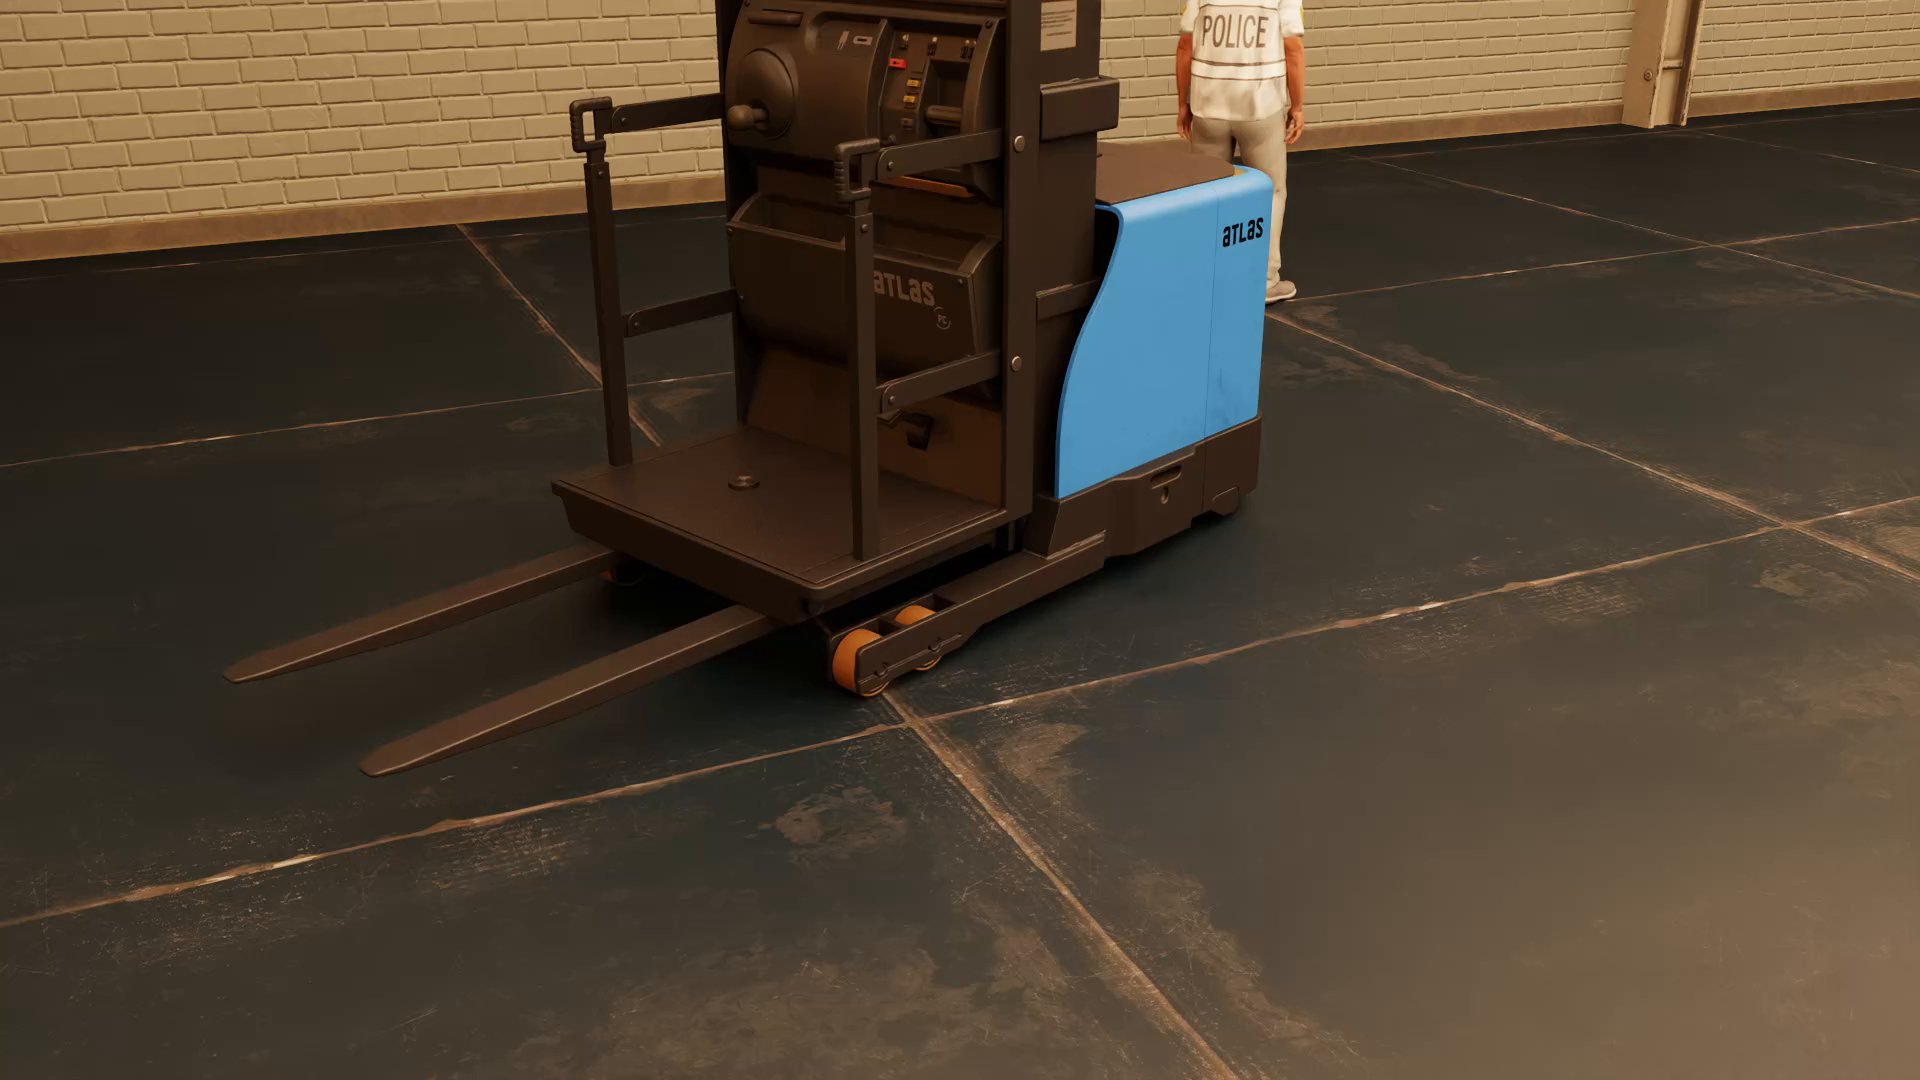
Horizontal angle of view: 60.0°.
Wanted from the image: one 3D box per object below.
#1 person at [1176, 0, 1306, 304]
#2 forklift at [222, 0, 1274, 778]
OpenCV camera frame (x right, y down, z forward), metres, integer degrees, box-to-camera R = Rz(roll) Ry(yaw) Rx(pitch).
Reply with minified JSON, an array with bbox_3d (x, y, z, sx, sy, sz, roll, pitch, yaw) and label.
[{"bbox_3d":[1.265,-1.954,7.532,0.595,1.746,0.443,9,24,20],"label":"person"},{"bbox_3d":[-0.413,-1.182,4.131,1.130,2.935,3.031,19,29,39],"label":"forklift"}]
